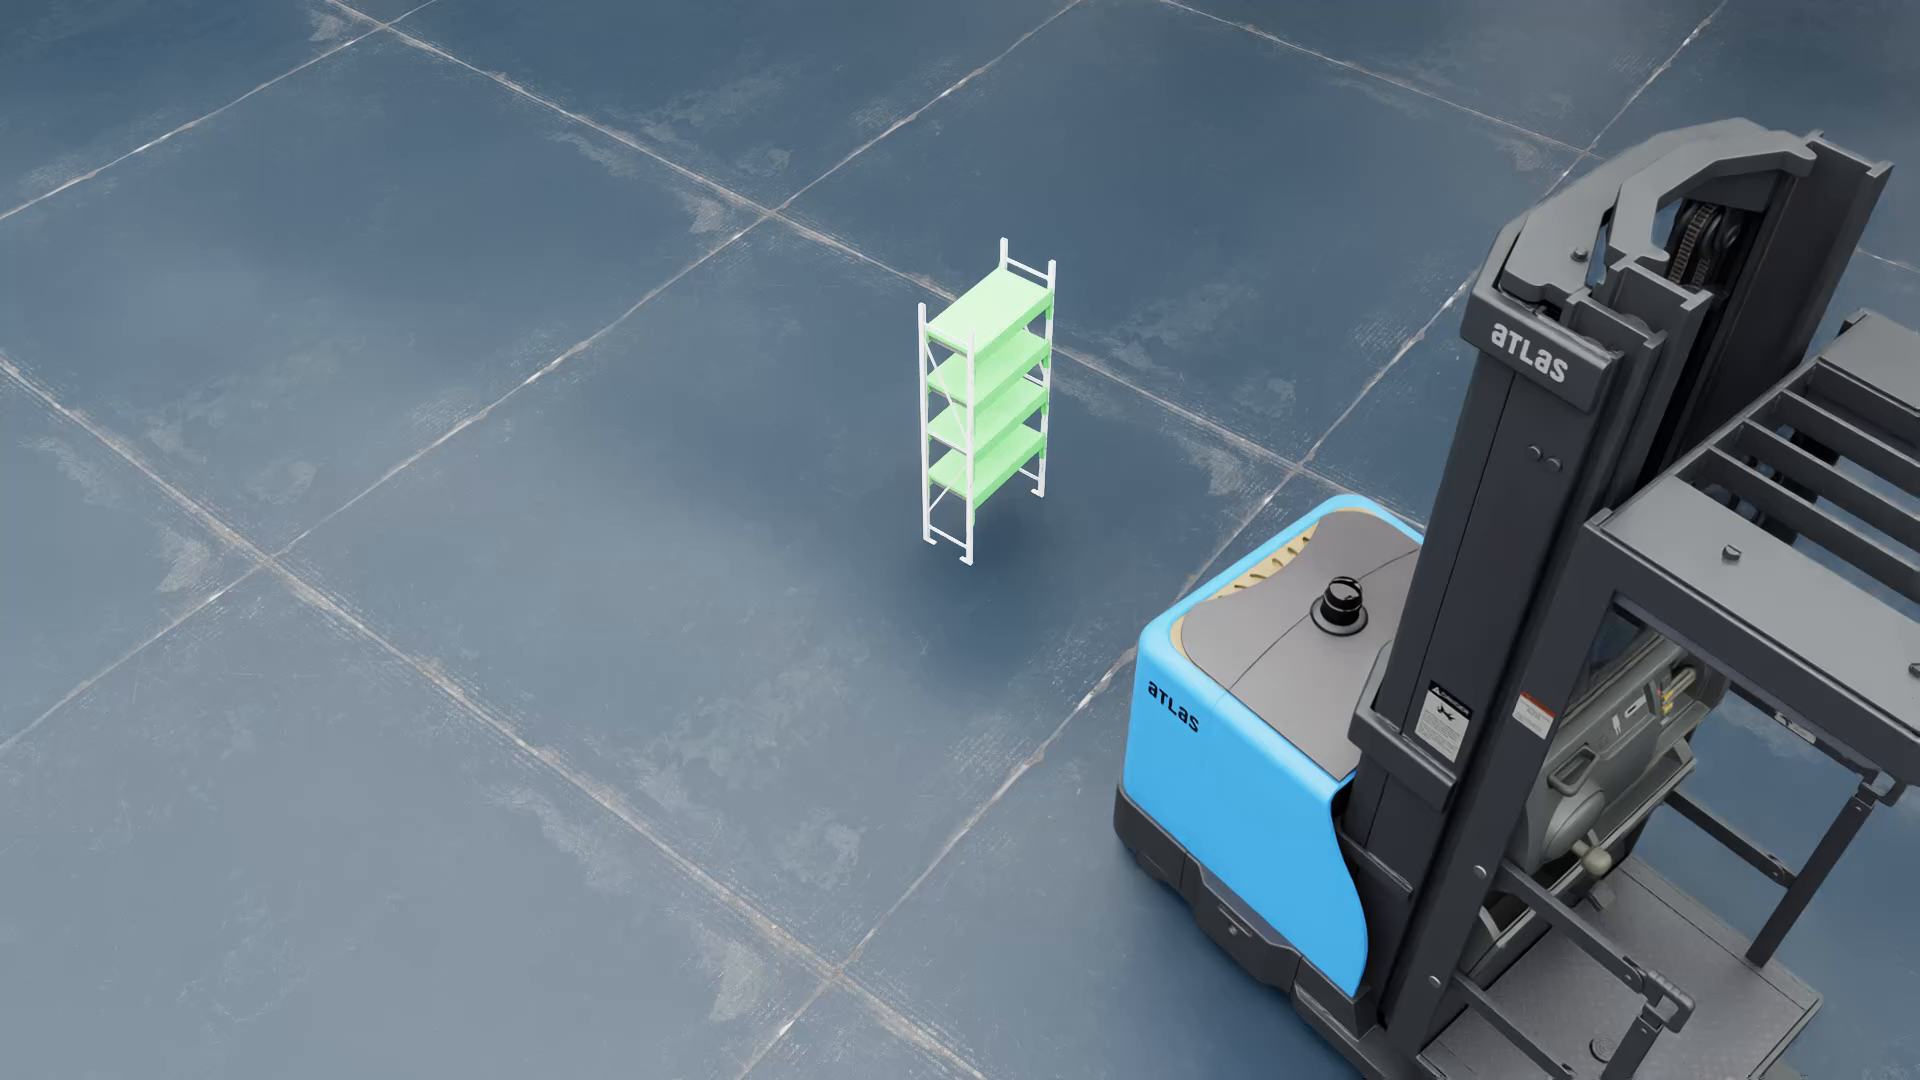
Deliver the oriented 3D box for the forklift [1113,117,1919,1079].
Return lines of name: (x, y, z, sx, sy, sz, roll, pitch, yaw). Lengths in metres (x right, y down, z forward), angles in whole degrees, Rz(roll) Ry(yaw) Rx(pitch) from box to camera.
forklift: (1.863, 0.592, 4.157, 1.130, 2.935, 3.031, -32, 54, -27)

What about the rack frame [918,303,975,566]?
rack frame: (-0.048, -0.370, 6.273, 0.240, 1.200, 0.015, 29, 53, 25)

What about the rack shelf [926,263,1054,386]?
rack shelf: (0.101, -0.797, 6.106, 0.258, 0.148, 0.480, 29, 53, 25)

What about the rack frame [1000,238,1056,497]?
rack frame: (0.250, -0.649, 6.540, 0.240, 1.200, 0.015, 29, 53, 25)

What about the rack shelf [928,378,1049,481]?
rack shelf: (0.101, -0.465, 6.453, 0.258, 0.148, 0.480, 29, 53, 25)

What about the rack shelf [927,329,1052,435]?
rack shelf: (0.101, -0.631, 6.279, 0.258, 0.148, 0.480, 29, 53, 25)

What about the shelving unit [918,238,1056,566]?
shelving unit: (0.101, -0.509, 6.407, 0.258, 1.200, 0.503, 29, 53, 25)

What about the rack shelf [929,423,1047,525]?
rack shelf: (0.101, -0.299, 6.626, 0.258, 0.148, 0.480, 29, 53, 25)
